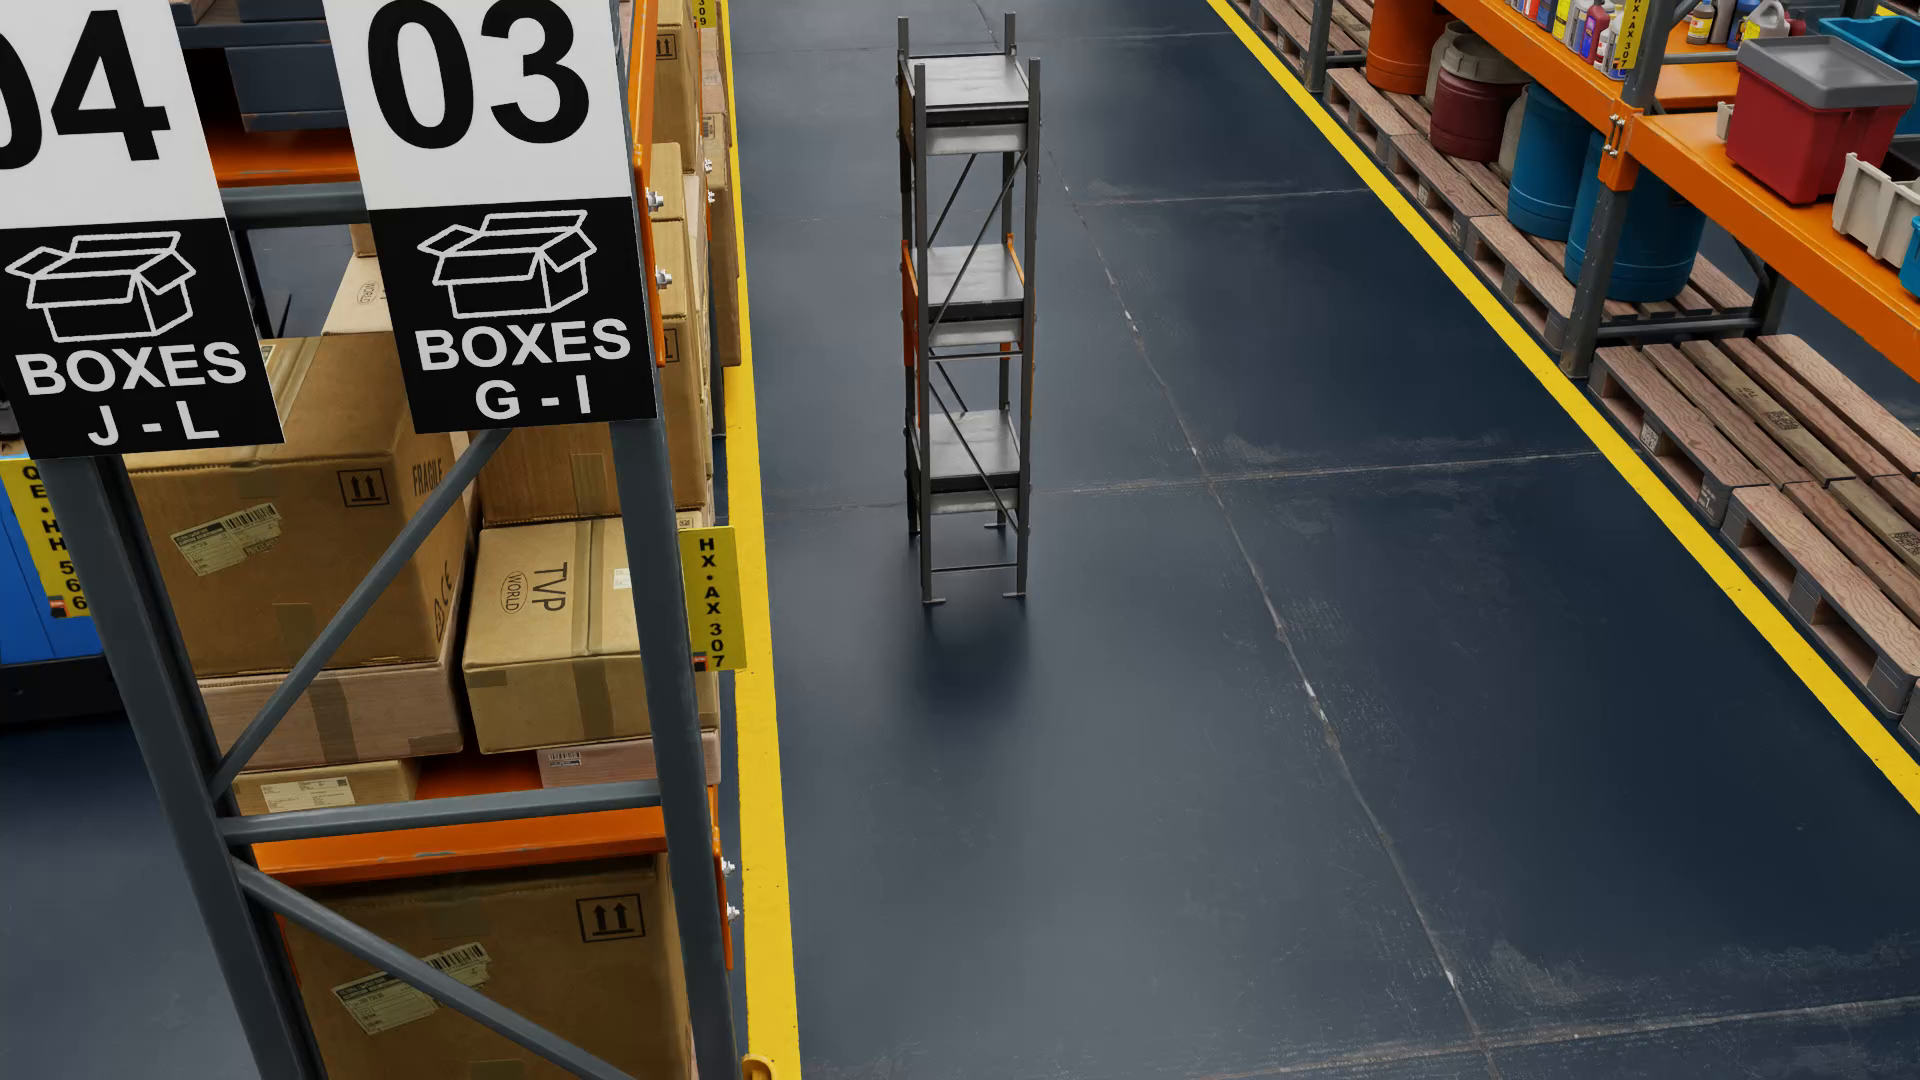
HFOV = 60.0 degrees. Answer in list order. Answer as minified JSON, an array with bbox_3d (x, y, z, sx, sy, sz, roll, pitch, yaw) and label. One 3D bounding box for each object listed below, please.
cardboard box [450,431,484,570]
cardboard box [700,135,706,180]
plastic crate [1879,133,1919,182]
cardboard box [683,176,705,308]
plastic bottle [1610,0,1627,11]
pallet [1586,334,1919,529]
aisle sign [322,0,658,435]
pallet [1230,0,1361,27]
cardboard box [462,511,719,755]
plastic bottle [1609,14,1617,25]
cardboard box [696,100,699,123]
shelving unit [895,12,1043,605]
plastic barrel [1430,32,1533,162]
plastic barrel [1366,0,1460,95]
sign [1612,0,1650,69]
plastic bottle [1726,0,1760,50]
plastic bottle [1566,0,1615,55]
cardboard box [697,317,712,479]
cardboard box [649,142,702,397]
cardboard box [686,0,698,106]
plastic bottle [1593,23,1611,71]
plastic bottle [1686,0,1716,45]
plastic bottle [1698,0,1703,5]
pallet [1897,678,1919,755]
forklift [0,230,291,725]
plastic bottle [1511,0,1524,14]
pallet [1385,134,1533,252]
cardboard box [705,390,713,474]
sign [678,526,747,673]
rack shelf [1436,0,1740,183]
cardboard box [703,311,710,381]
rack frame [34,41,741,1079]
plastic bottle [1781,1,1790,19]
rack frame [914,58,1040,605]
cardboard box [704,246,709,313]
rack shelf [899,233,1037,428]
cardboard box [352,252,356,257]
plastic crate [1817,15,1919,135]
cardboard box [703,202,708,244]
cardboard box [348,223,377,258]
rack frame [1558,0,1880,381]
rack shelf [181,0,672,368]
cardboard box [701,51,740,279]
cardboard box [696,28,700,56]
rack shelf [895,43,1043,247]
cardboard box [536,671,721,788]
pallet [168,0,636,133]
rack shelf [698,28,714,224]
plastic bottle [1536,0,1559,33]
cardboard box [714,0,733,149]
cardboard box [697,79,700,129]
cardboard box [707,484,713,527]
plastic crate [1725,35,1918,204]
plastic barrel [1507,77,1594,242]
[{"bbox_3d":[-1.403,-0.052,4.032,0.500,0.250,0.500,-5,35,-7],"label":"cardboard box"},{"bbox_3d":[-1.179,-1.441,6.423,0.380,0.149,0.250,-4,34,-6],"label":"cardboard box"},{"bbox_3d":[3.780,-1.372,6.290,0.437,0.125,0.590,-4,35,-6],"label":"plastic crate"},{"bbox_3d":[-1.084,-0.951,5.351,0.500,0.250,0.500,-4,34,-5],"label":"cardboard box"},{"bbox_3d":[3.058,-2.544,7.863,0.144,0.351,0.185,-4,35,-6],"label":"plastic bottle"},{"bbox_3d":[3.501,-0.505,7.304,1.003,0.211,1.213,-4,35,-6],"label":"pallet"},{"bbox_3d":[-0.700,-0.514,2.533,0.394,0.787,0.004,-4,35,-6],"label":"aisle sign"},{"bbox_3d":[2.599,-4.259,12.813,1.003,0.211,1.213,-4,35,-6],"label":"pallet"},{"bbox_3d":[-0.804,0.193,3.672,0.500,0.250,0.500,-5,35,-8],"label":"cardboard box"},{"bbox_3d":[2.989,-2.320,7.667,0.097,0.201,0.097,0,34,0],"label":"plastic bottle"},{"bbox_3d":[-1.225,-1.524,6.192,0.500,0.250,0.500,-5,35,-7],"label":"cardboard box"},{"bbox_3d":[0.022,-0.775,6.023,0.431,2.100,0.503,-4,35,-6],"label":"shelving unit"},{"bbox_3d":[3.060,-2.572,9.629,0.600,0.588,0.708,-4,35,-6],"label":"plastic barrel"},{"bbox_3d":[2.908,-3.302,10.486,0.600,0.830,0.708,-4,35,-6],"label":"plastic barrel"},{"bbox_3d":[2.818,-2.139,6.979,0.100,0.325,0.005,-4,35,-6],"label":"sign"},{"bbox_3d":[3.672,-2.440,7.782,0.097,0.271,0.097,0,34,0],"label":"plastic bottle"},{"bbox_3d":[2.941,-2.413,7.737,0.152,0.276,0.135,-4,35,-6],"label":"plastic bottle"},{"bbox_3d":[-0.944,-0.377,4.509,0.500,0.250,0.500,-5,35,-8],"label":"cardboard box"},{"bbox_3d":[-0.947,-0.684,4.294,0.500,0.500,0.500,-5,35,-8],"label":"cardboard box"},{"bbox_3d":[-1.218,-1.824,5.967,0.500,0.500,0.500,-3,34,-5],"label":"cardboard box"},{"bbox_3d":[2.947,-2.241,7.551,0.097,0.201,0.097,0,34,0],"label":"plastic bottle"},{"bbox_3d":[3.508,-2.454,7.864,0.097,0.201,0.097,0,34,0],"label":"plastic bottle"},{"bbox_3d":[3.628,-2.595,8.071,0.097,0.201,0.097,0,34,0],"label":"plastic bottle"},{"bbox_3d":[3.829,0.856,5.306,1.003,0.211,1.213,-4,35,-6],"label":"pallet"},{"bbox_3d":[-3.334,-1.383,6.176,1.130,2.935,3.031,-6,35,-9],"label":"forklift"},{"bbox_3d":[2.855,-2.769,8.260,0.152,0.276,0.135,-4,35,-6],"label":"plastic bottle"},{"bbox_3d":[3.133,-2.029,9.539,1.003,0.211,1.213,-4,35,-6],"label":"pallet"},{"bbox_3d":[-0.903,-0.294,4.741,0.380,0.149,0.250,-5,35,-7],"label":"cardboard box"},{"bbox_3d":[-0.456,0.113,3.081,0.100,0.325,0.005,-4,35,-6],"label":"sign"},{"bbox_3d":[3.094,-2.884,8.957,1.077,0.370,4.000,-4,35,-6],"label":"rack shelf"},{"bbox_3d":[-0.973,-0.581,5.163,0.380,0.149,0.250,-4,34,-6],"label":"cardboard box"},{"bbox_3d":[-1.007,0.542,3.291,1.000,3.000,0.127,-4,35,-6],"label":"rack frame"},{"bbox_3d":[3.719,-2.328,7.606,0.061,0.283,0.133,-4,35,-6],"label":"plastic bottle"},{"bbox_3d":[0.055,-0.639,5.823,0.400,2.100,0.015,-4,35,-6],"label":"rack frame"},{"bbox_3d":[-1.040,-0.866,5.581,0.380,0.149,0.250,-4,34,-5],"label":"cardboard box"},{"bbox_3d":[0.022,-0.764,6.031,0.431,0.518,0.480,-4,35,-6],"label":"rack shelf"},{"bbox_3d":[-1.604,-0.902,5.279,0.500,0.250,0.500,-4,34,-5],"label":"cardboard box"},{"bbox_3d":[3.764,-1.848,6.760,0.392,0.384,0.575,-4,35,-6],"label":"plastic crate"},{"bbox_3d":[-1.110,-1.154,6.002,0.380,0.149,0.250,-5,35,-7],"label":"cardboard box"},{"bbox_3d":[-1.601,-1.209,5.063,0.500,0.500,0.500,-5,35,-8],"label":"cardboard box"},{"bbox_3d":[3.363,-2.065,7.116,1.000,3.000,0.127,-4,35,-6],"label":"rack frame"},{"bbox_3d":[-1.276,-1.516,4.286,1.077,0.370,4.000,-4,35,-6],"label":"rack shelf"},{"bbox_3d":[-1.772,-1.840,8.300,1.225,0.875,0.875,-6,35,-8],"label":"cardboard box"},{"bbox_3d":[-1.494,-2.567,7.764,0.500,0.500,0.500,-5,35,-7],"label":"cardboard box"},{"bbox_3d":[0.022,-1.342,5.637,0.431,0.518,0.480,-4,35,-6],"label":"rack shelf"},{"bbox_3d":[-0.728,0.423,3.689,0.380,0.149,0.250,-4,34,-6],"label":"cardboard box"},{"bbox_3d":[-1.117,-1.074,3.077,1.003,0.211,1.213,-4,35,-6],"label":"pallet"},{"bbox_3d":[-1.814,-2.509,8.406,1.077,0.370,4.000,-4,35,-6],"label":"rack shelf"},{"bbox_3d":[2.890,-2.636,7.998,0.144,0.351,0.185,-4,35,-6],"label":"plastic bottle"},{"bbox_3d":[-2.011,-2.831,9.754,1.225,0.875,0.875,-6,35,-9],"label":"cardboard box"},{"bbox_3d":[-1.359,-2.007,6.942,0.500,0.500,0.500,-4,35,-6],"label":"cardboard box"},{"bbox_3d":[-0.834,-0.008,4.322,0.380,0.149,0.250,-5,35,-7],"label":"cardboard box"},{"bbox_3d":[3.235,-1.599,6.323,0.402,0.464,0.583,-4,35,-6],"label":"plastic crate"},{"bbox_3d":[3.212,-2.071,8.616,0.600,0.901,0.708,-4,35,-6],"label":"plastic barrel"}]
